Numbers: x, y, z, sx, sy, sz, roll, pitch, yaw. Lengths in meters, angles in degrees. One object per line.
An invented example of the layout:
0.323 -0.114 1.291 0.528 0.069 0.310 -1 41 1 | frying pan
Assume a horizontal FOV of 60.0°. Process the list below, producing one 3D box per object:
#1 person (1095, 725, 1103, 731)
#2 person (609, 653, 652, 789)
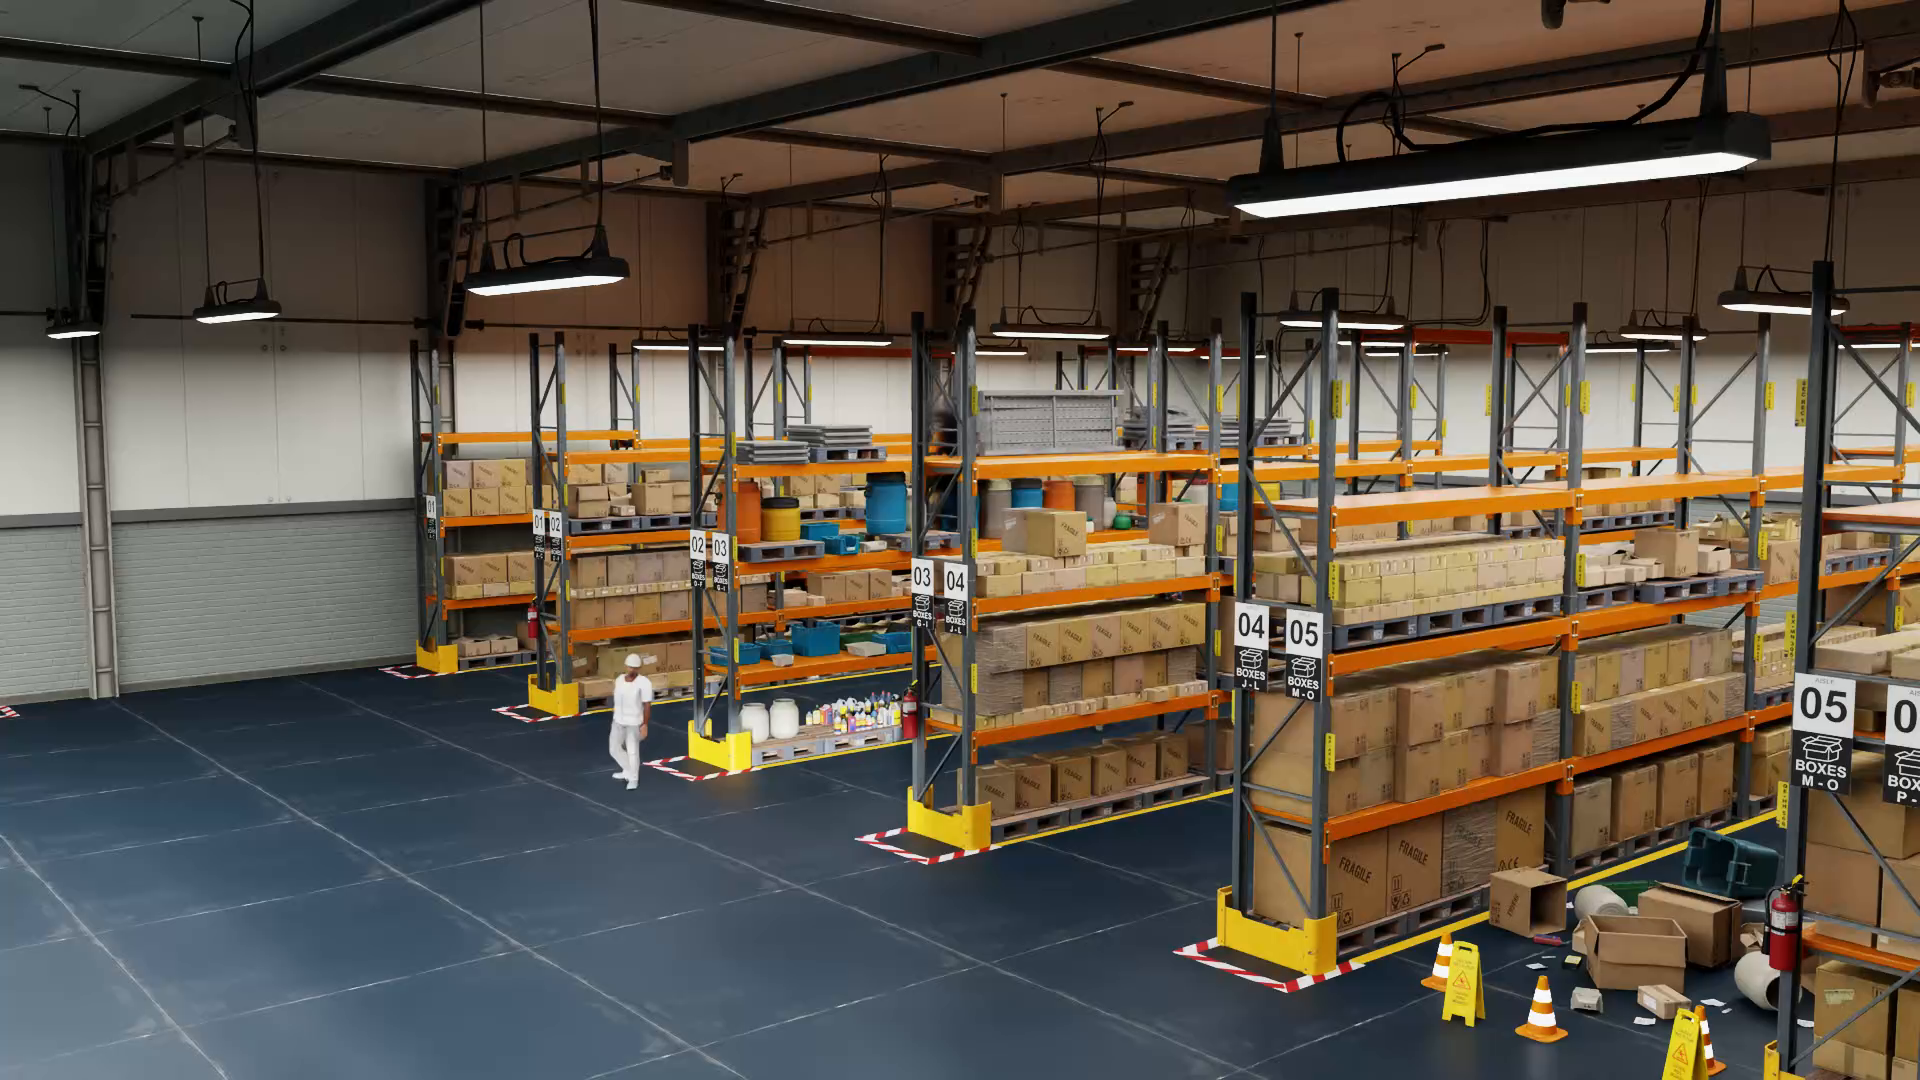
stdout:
1.960 2.142 24.894 0.629 1.477 0.851 2 6 19 | person
-4.230 2.313 21.334 0.671 1.753 0.459 2 6 24 | person
